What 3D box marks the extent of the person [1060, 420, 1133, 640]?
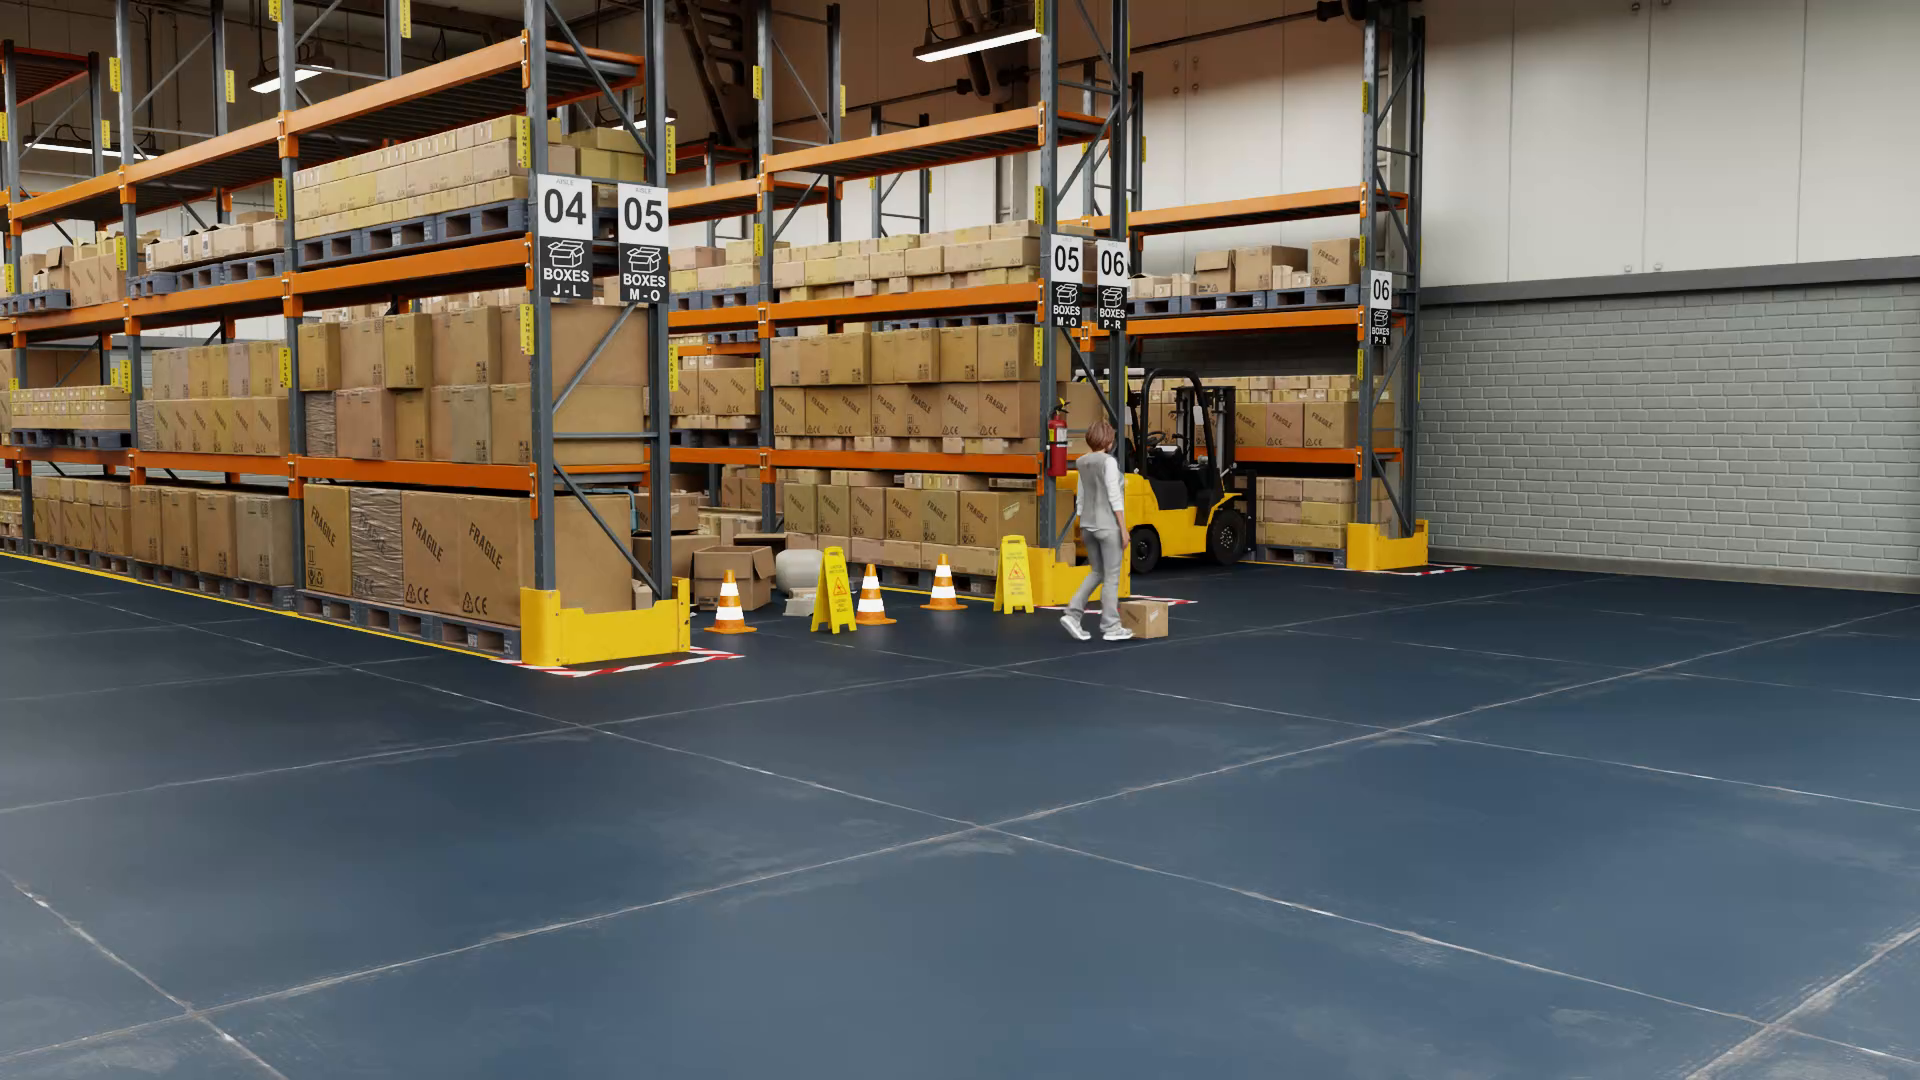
[{"bbox_3d":[1.032,-0.068,12.039,0.530,1.590,0.446,-3,5,-34],"label":"person"}]
